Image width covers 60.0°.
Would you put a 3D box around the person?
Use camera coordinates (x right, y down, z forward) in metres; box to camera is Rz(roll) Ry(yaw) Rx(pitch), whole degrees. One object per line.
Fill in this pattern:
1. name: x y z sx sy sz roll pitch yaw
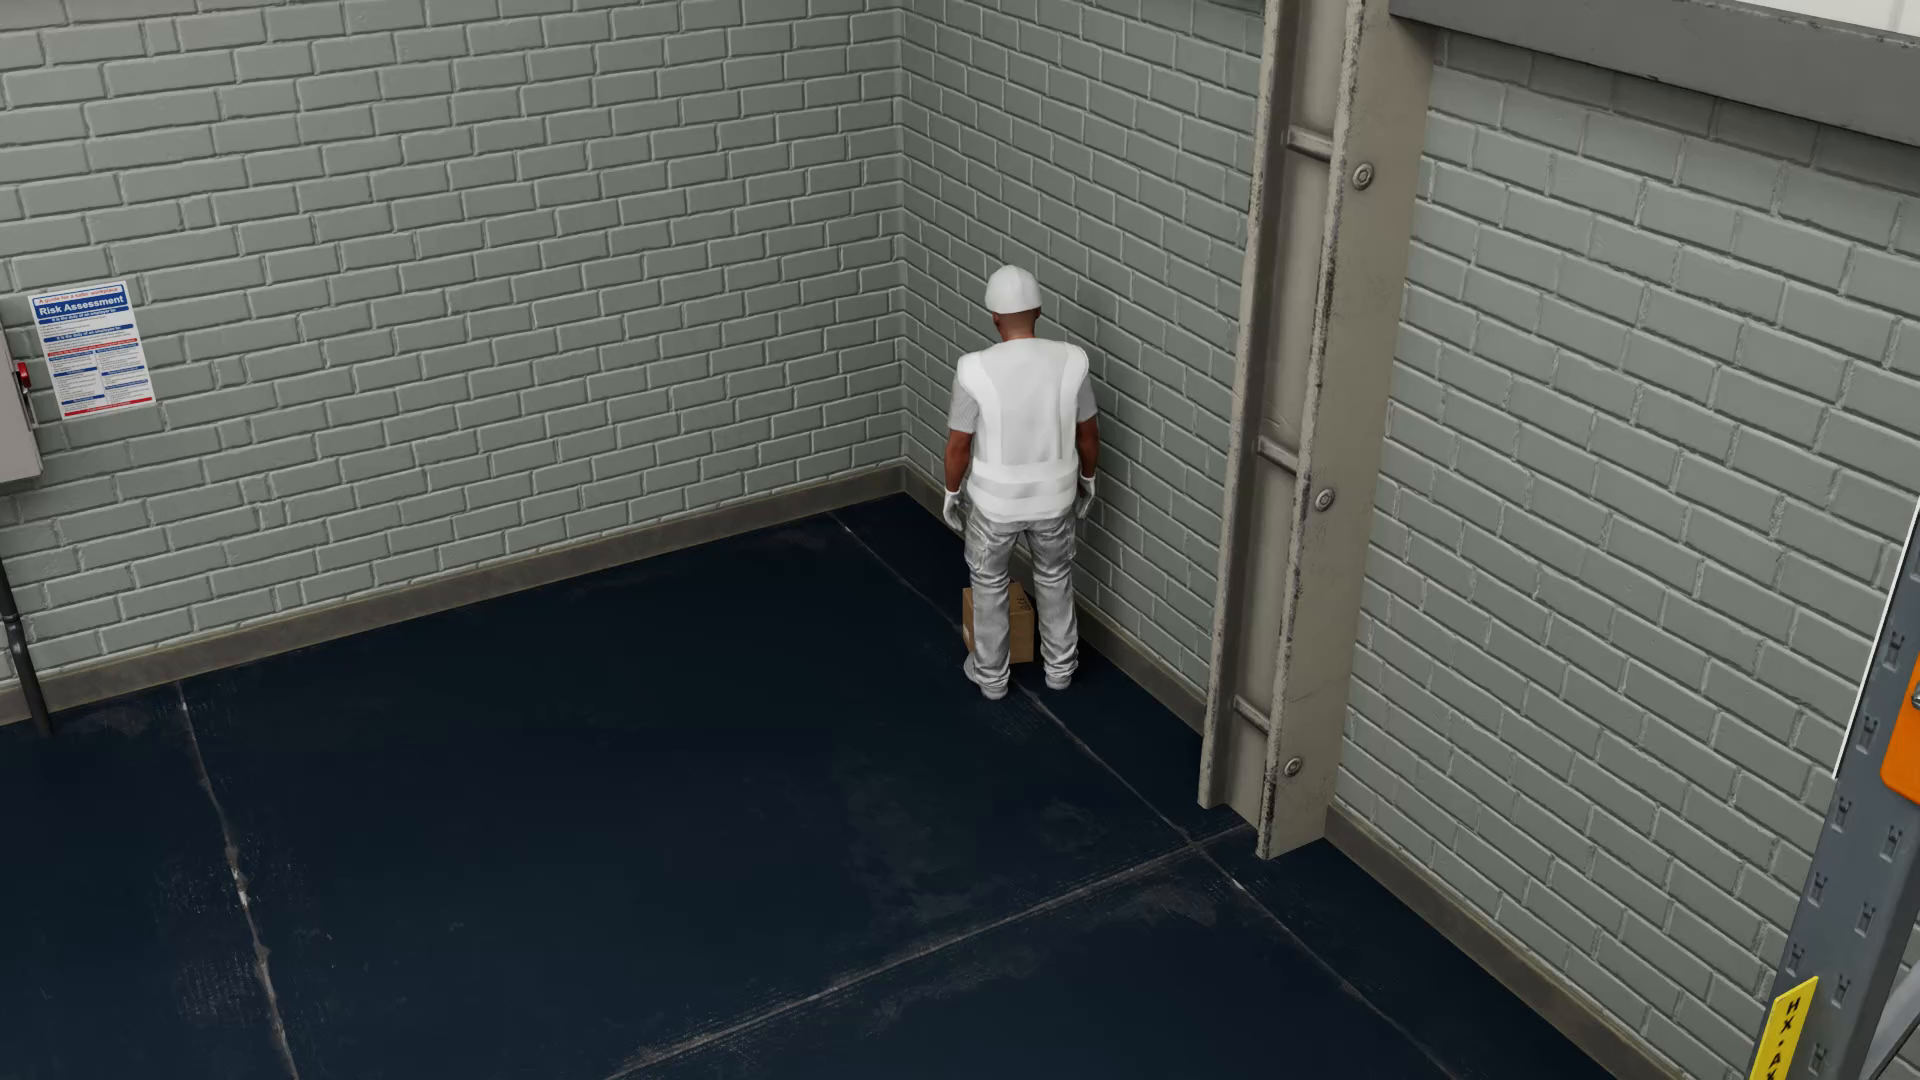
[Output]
1. person: 0.235 -0.194 6.469 0.615 1.772 0.451 -6 29 -10
